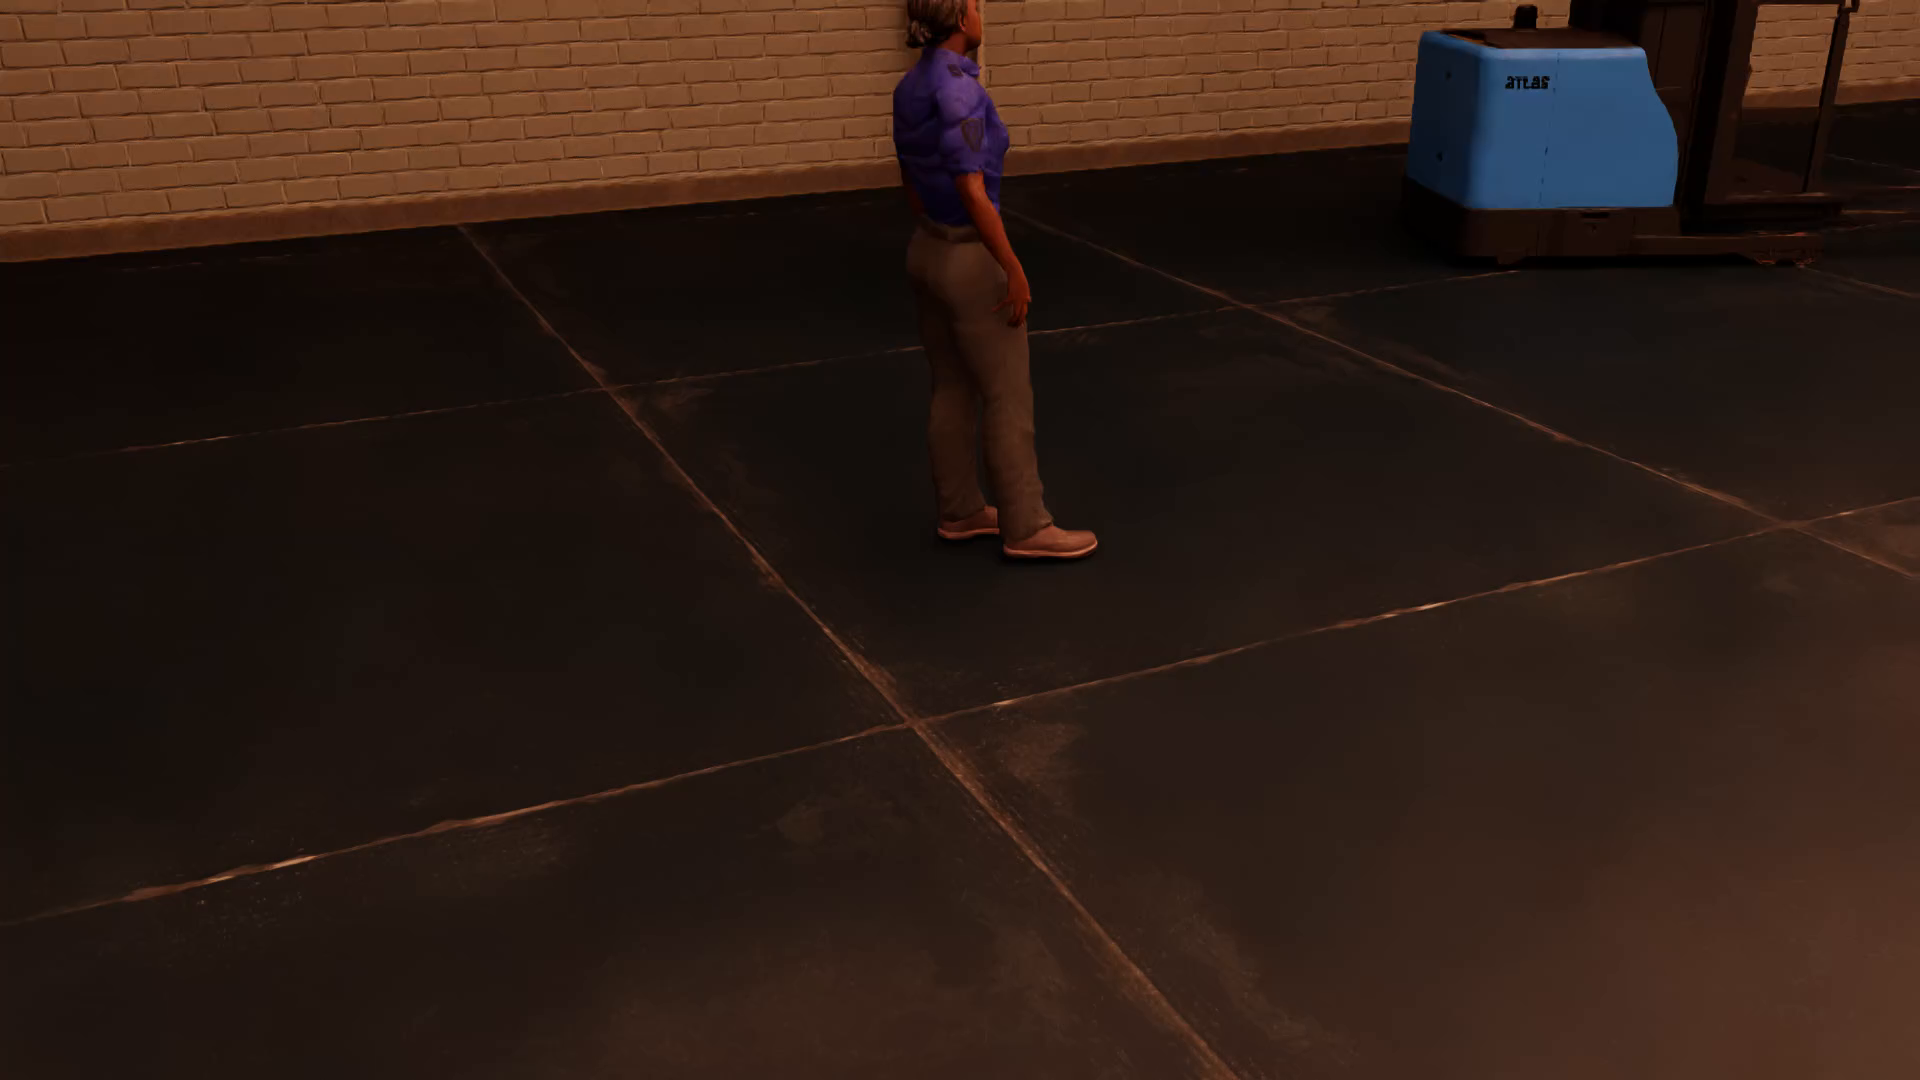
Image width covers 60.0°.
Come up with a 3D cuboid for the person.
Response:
[{"bbox_3d":[0.088,-0.778,4.805,0.503,1.654,0.570,-10,25,-23],"label":"person"}]

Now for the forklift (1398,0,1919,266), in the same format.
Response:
[{"bbox_3d":[3.973,-2.952,8.392,3.031,2.935,1.130,-2,23,-5],"label":"forklift"}]
